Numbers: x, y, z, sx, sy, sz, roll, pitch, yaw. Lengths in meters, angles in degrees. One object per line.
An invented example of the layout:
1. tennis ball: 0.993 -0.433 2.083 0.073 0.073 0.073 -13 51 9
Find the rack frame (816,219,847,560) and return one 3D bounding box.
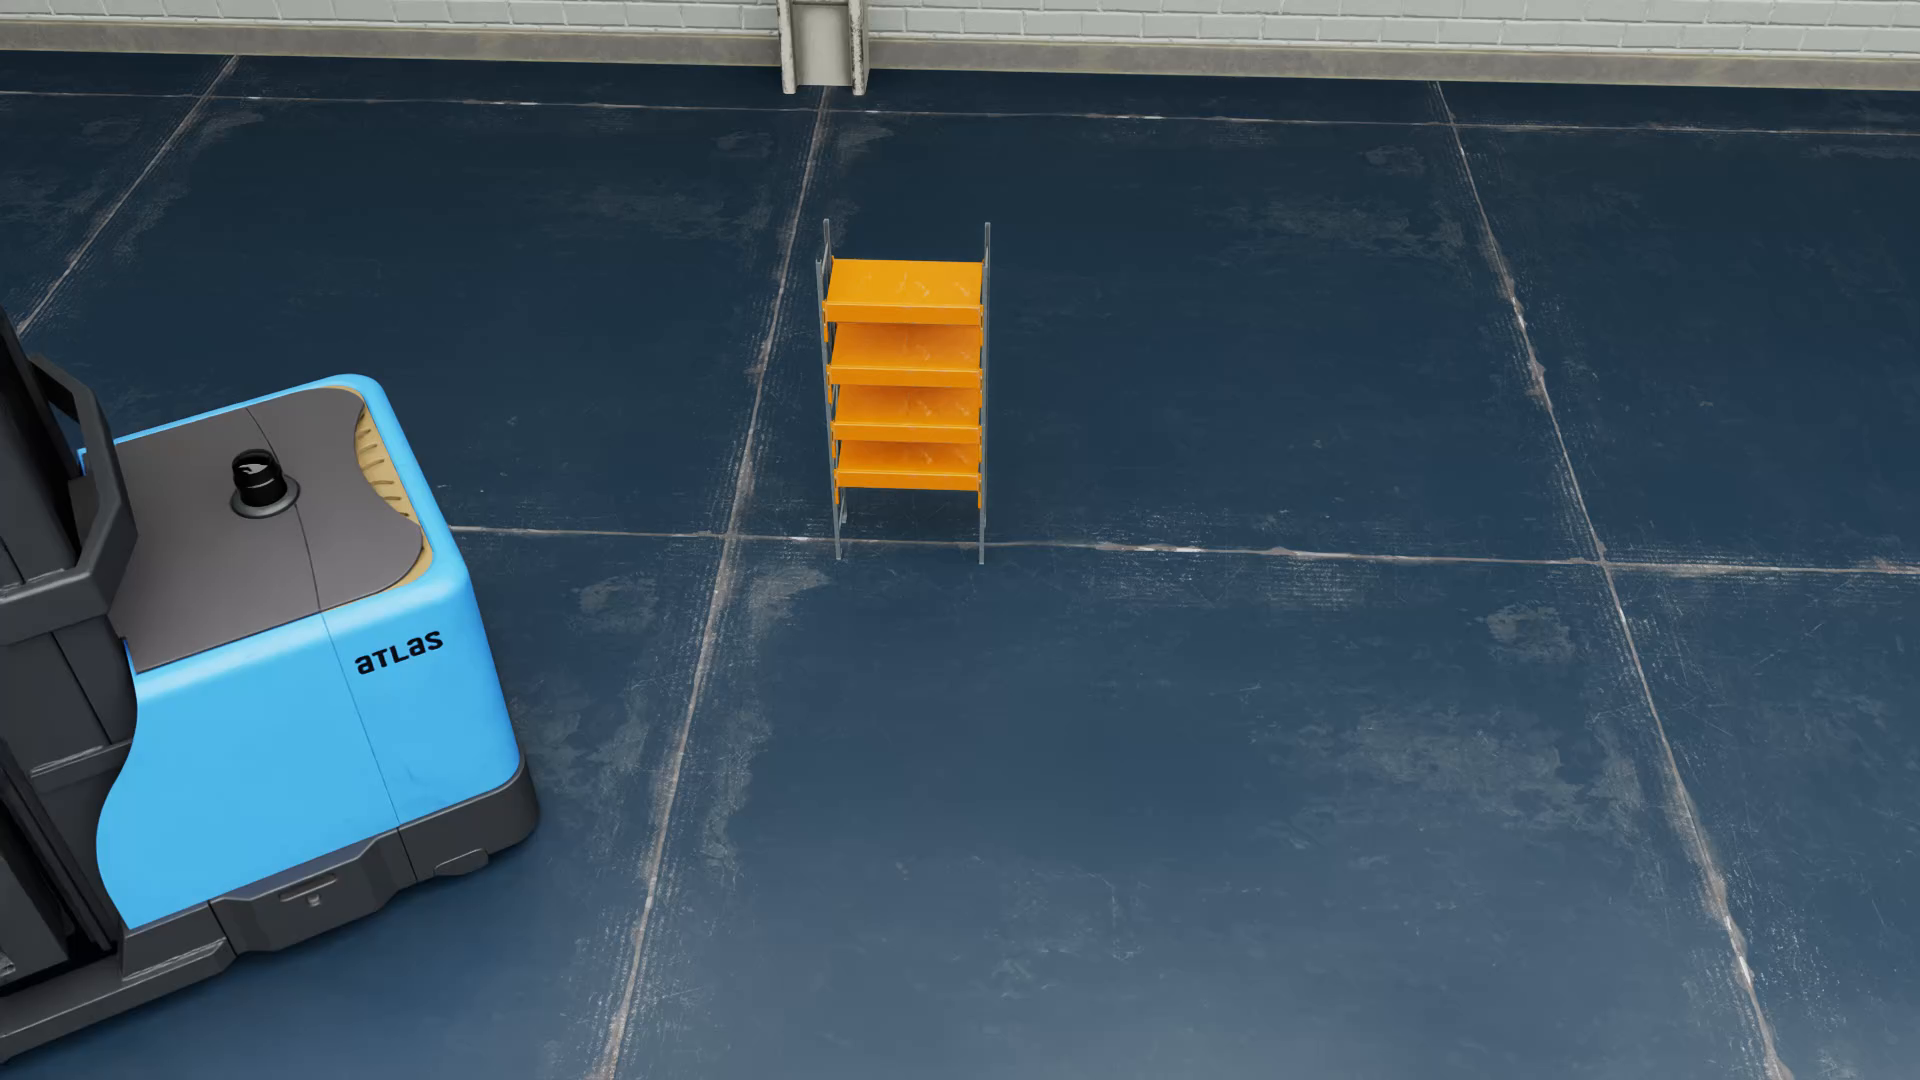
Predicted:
1. rack frame: -0.409 -0.452 5.354 0.015 1.200 0.240 2 43 2

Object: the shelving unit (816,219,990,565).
1. shelving unit: -0.165 -0.444 5.346 0.503 1.200 0.258 2 43 2

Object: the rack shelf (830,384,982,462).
1. rack shelf: -0.165 -0.395 5.392 0.480 0.148 0.258 2 43 2

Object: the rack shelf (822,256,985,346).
1. rack shelf: -0.165 -0.732 5.079 0.480 0.148 0.258 2 43 2

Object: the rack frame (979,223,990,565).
1. rack frame: 0.078 -0.437 5.338 0.015 1.200 0.240 2 43 2

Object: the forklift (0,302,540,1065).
1. forklift: -2.754 -0.011 3.612 3.031 2.935 1.130 -20 47 -20

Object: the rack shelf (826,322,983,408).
1. rack shelf: -0.165 -0.559 5.240 0.480 0.148 0.258 2 43 2

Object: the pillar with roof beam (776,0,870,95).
1. pillar with roof beam: -0.849 -2.631 1.972 0.400 9.000 9.100 2 43 2

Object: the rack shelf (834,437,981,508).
1. rack shelf: -0.165 -0.250 5.528 0.480 0.148 0.258 2 43 2
